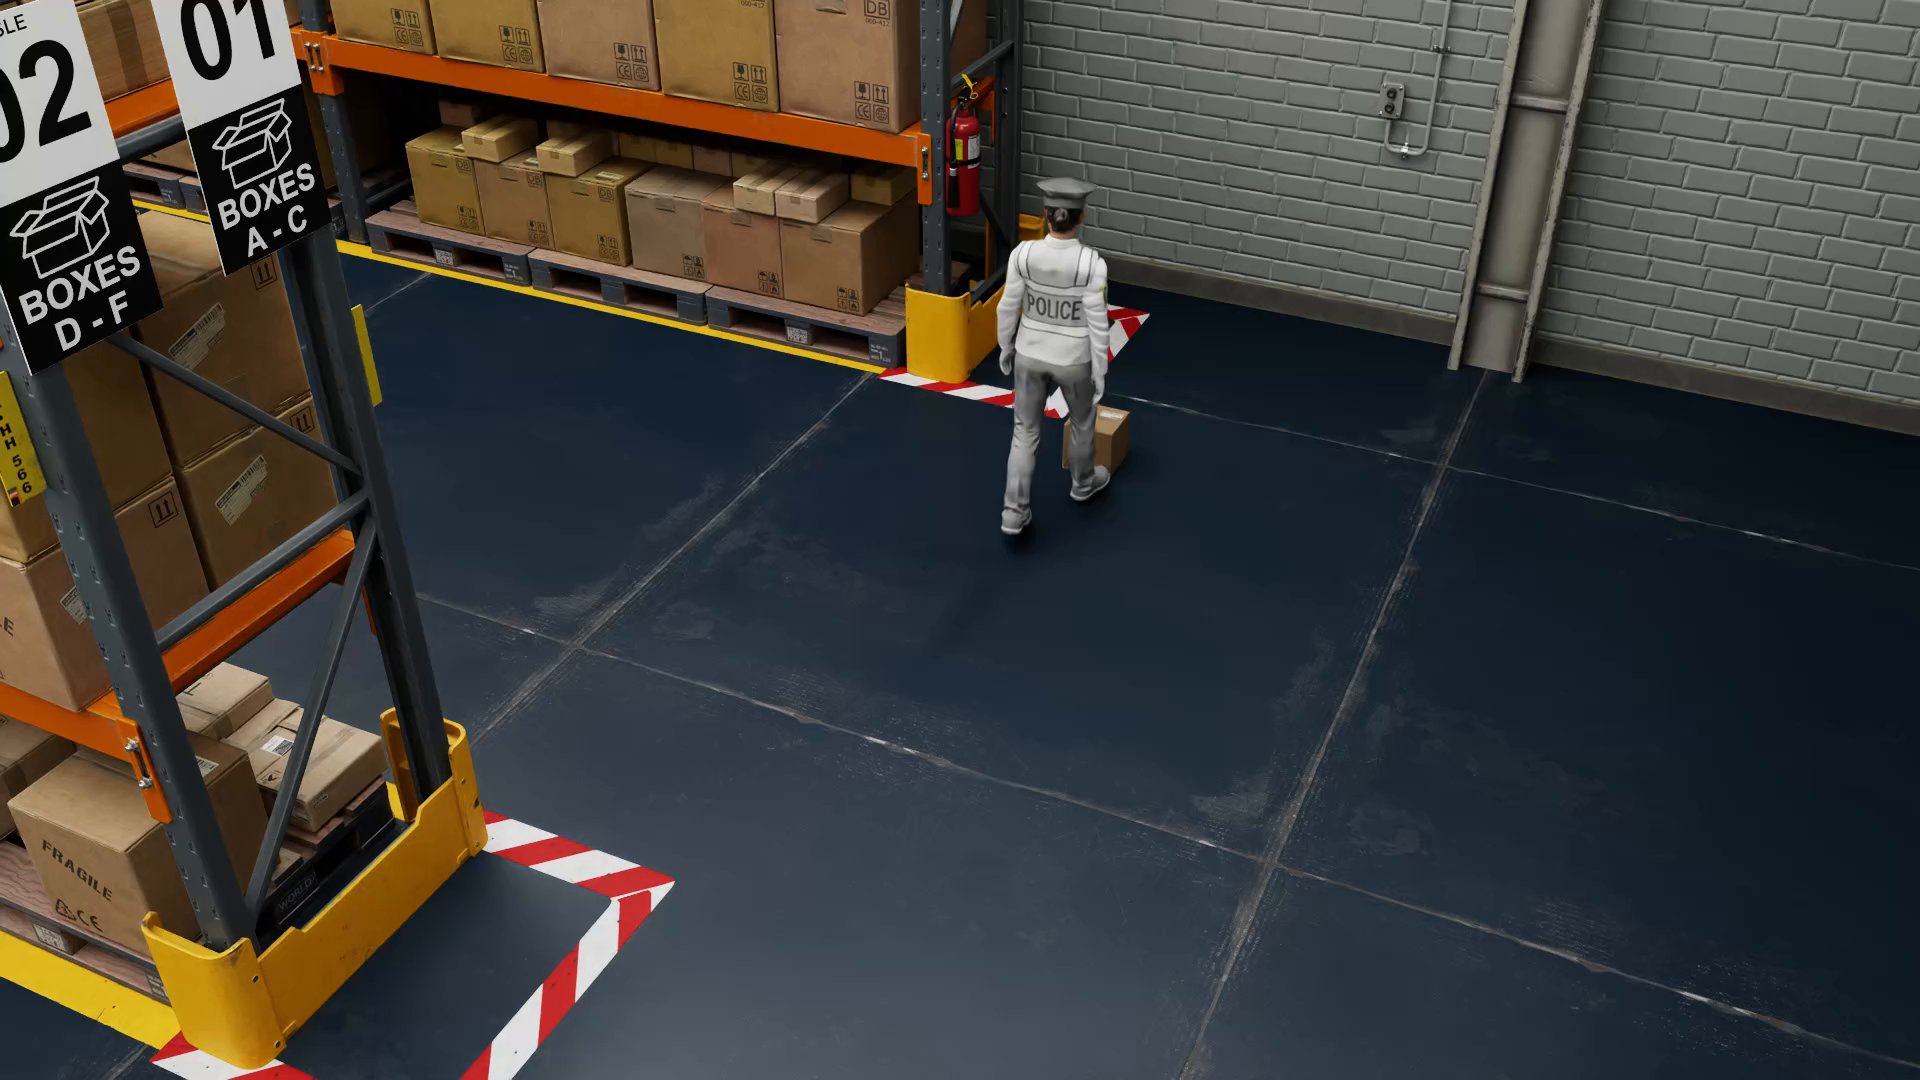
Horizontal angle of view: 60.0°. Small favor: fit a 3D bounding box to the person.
[{"bbox_3d":[0.427,-0.829,7.353,0.519,1.638,0.742,10,35,15],"label":"person"}]
